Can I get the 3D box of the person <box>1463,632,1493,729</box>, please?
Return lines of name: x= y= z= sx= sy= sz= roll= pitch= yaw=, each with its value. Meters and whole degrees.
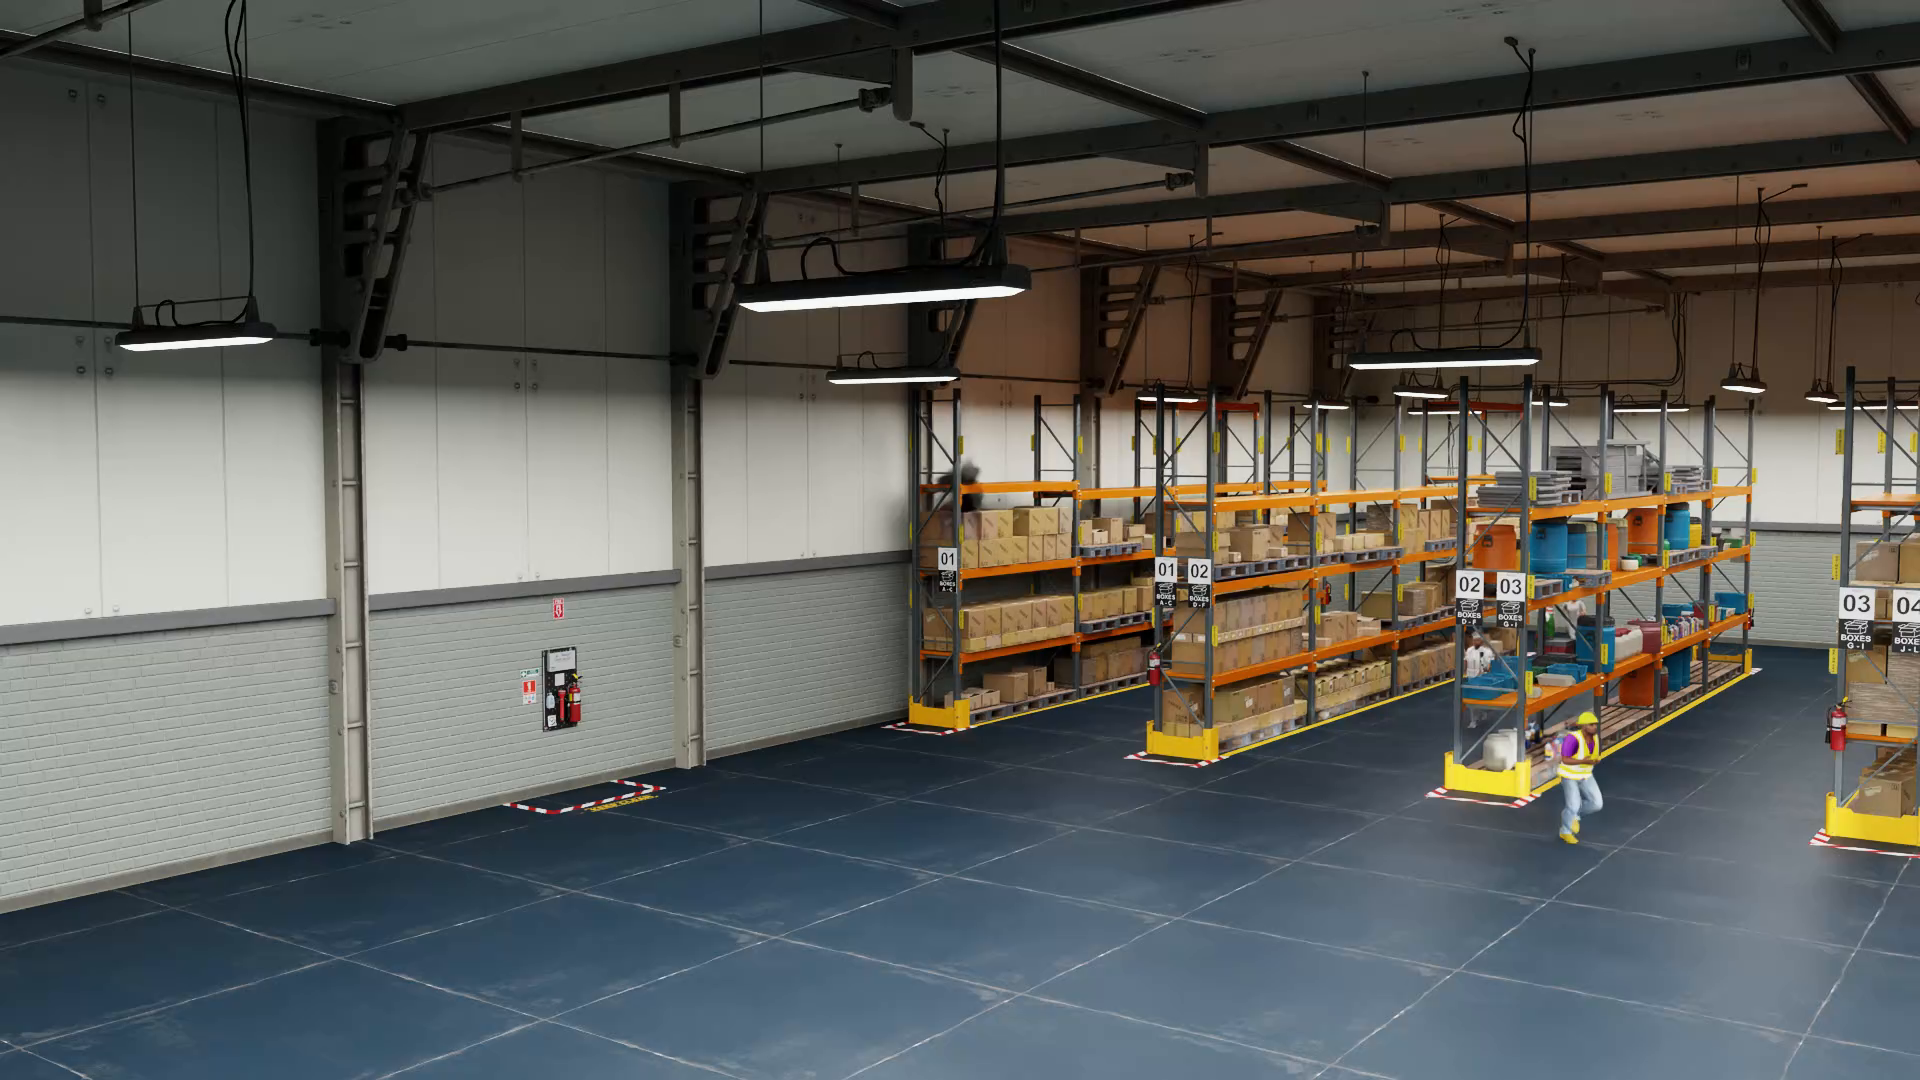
person: x=9.223 y=2.477 z=29.641 sx=0.585 sy=1.695 sz=0.705 roll=2 pitch=4 yaw=34

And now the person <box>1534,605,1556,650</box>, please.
person: x=14.284 y=1.798 z=40.322 sx=0.605 sy=1.774 sz=0.647 roll=0 pitch=3 yaw=7

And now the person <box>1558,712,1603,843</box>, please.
person: x=7.756 y=2.972 z=20.738 sx=0.680 sy=1.691 sz=0.757 roll=-1 pitch=3 yaw=-20

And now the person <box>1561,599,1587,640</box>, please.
person: x=14.212 y=1.990 z=38.507 sx=0.568 sy=1.689 sz=0.689 roll=1 pitch=3 yaw=13
